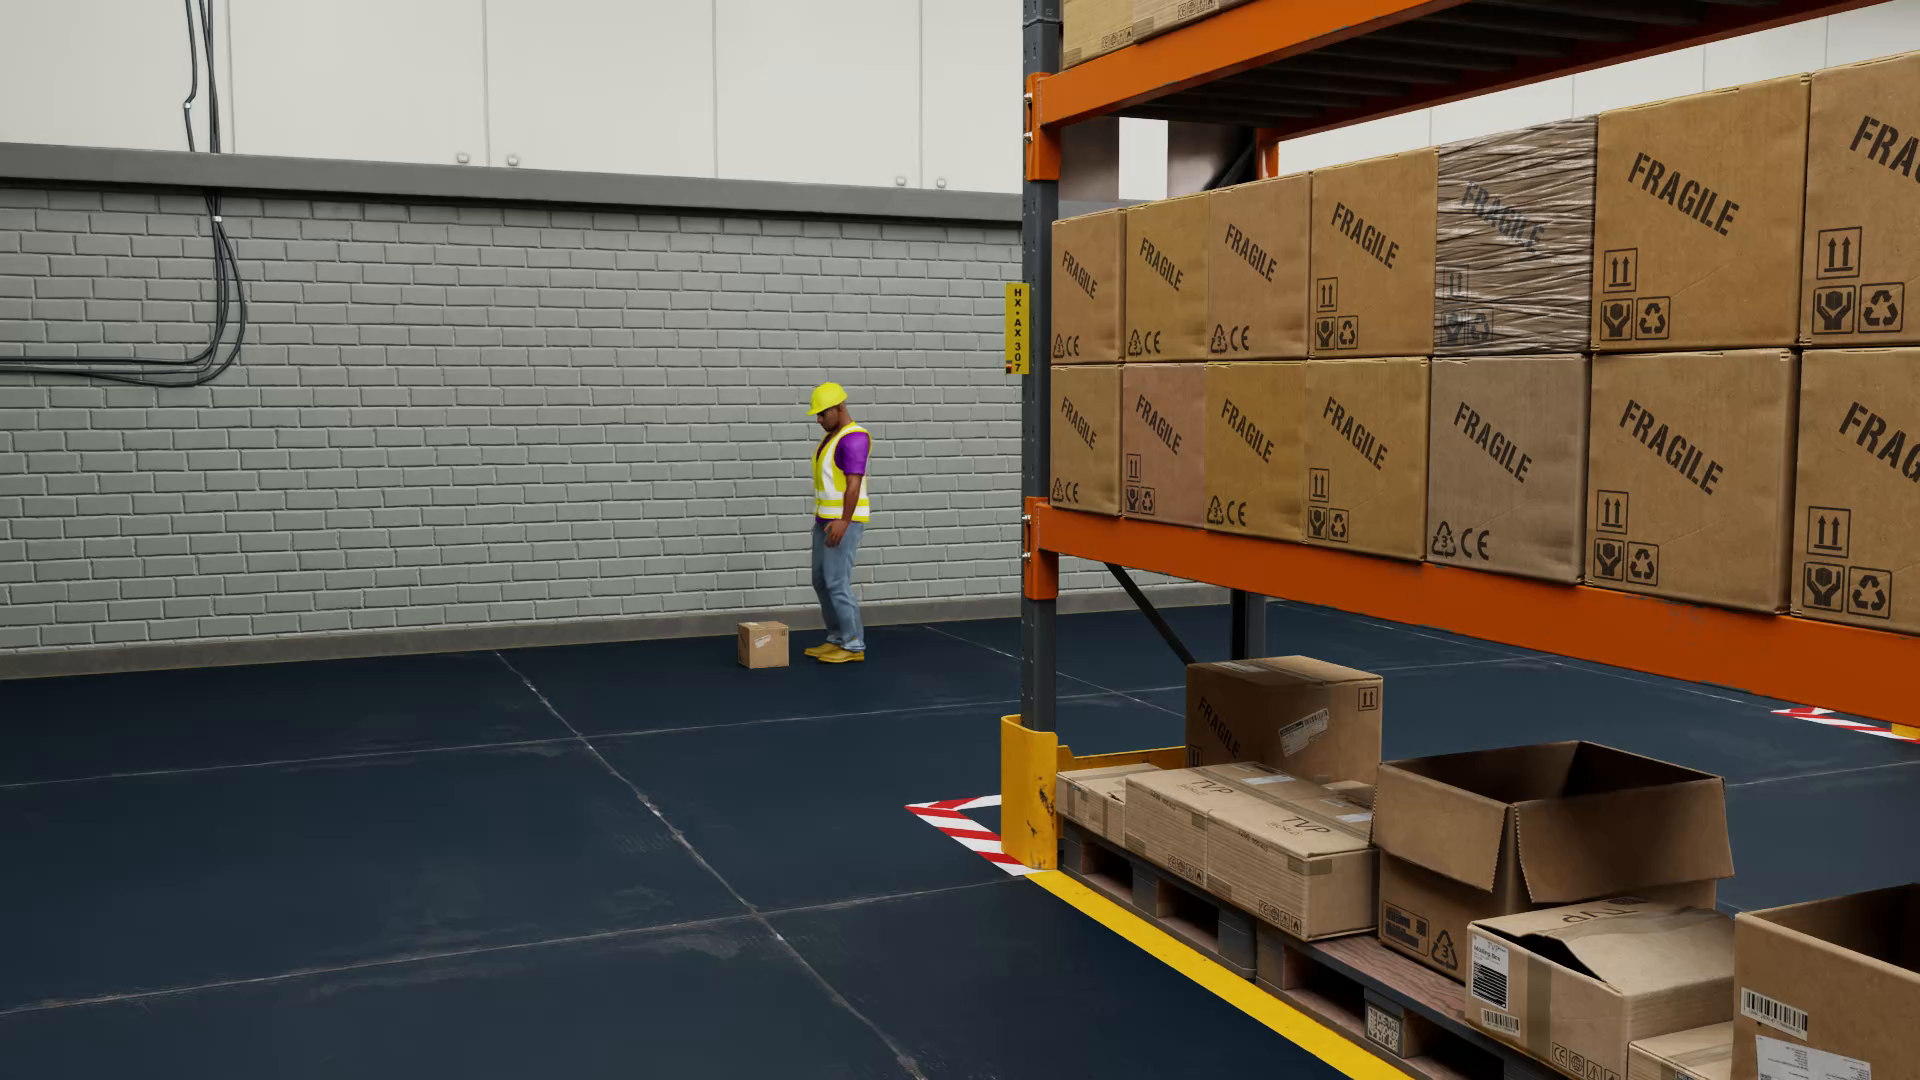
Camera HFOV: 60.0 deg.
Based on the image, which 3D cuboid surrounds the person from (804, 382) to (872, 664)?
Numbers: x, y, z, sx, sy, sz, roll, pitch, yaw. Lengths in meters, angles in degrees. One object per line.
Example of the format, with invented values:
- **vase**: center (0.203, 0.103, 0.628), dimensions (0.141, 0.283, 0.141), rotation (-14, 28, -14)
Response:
- **person**: center (-0.774, -0.111, 10.429), dimensions (0.387, 1.749, 0.575), rotation (-2, 6, -23)
